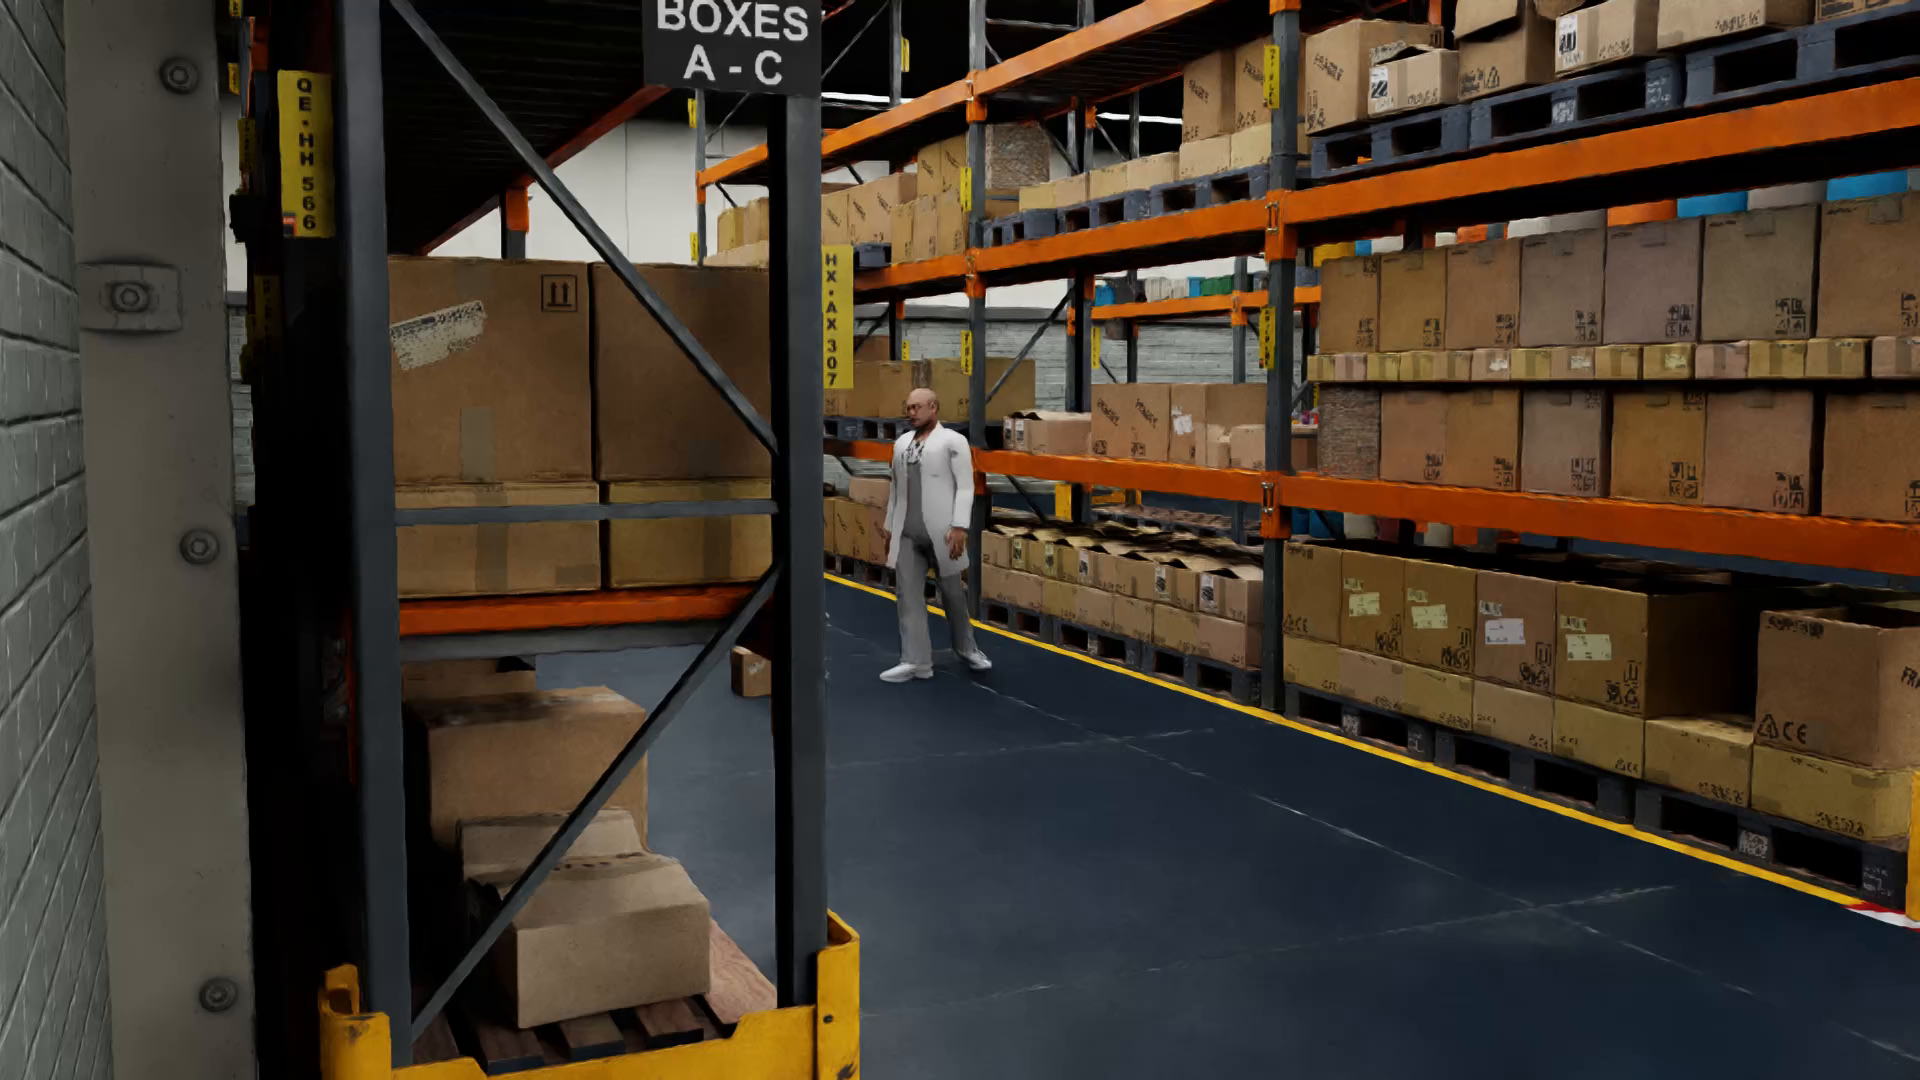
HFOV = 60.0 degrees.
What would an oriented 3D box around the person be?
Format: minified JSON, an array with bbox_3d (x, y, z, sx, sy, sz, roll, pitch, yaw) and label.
[{"bbox_3d":[-0.188,-0.044,10.190,0.683,1.773,0.730,3,6,28],"label":"person"}]
